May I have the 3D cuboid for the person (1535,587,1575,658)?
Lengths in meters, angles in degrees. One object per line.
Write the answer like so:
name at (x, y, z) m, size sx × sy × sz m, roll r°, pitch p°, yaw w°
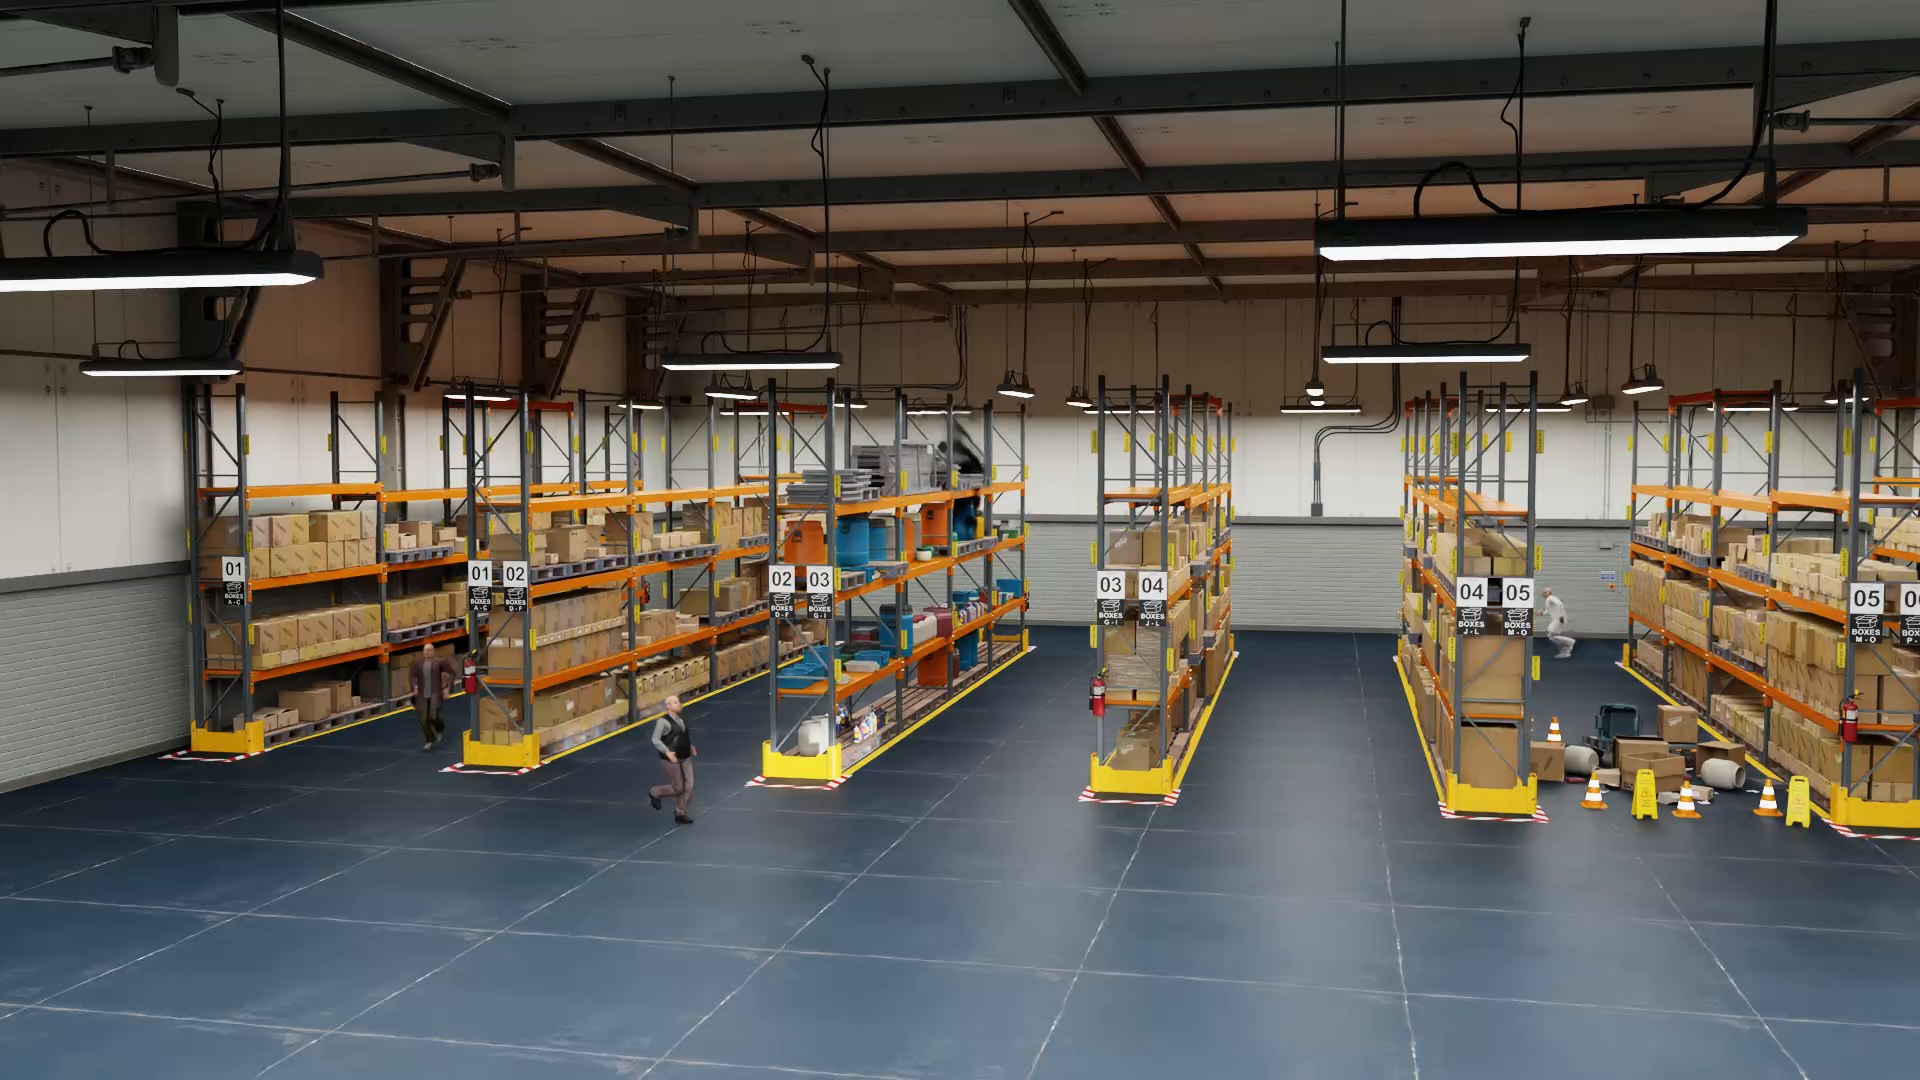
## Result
person at (13.985, 1.952, 39.083) m, size 0.890 × 1.670 × 0.735 m, roll 1°, pitch 3°, yaw 20°

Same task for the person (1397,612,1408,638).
person at (10.666, 1.881, 39.470) m, size 0.539 × 1.721 × 0.750 m, roll 0°, pitch 3°, yaw -1°

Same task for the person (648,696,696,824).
person at (-3.816, 2.904, 22.092) m, size 0.660 × 1.686 × 0.670 m, roll 2°, pitch 4°, yaw 32°

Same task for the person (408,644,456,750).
person at (-8.715, 2.572, 27.371) m, size 0.744 × 1.742 × 0.655 m, roll 0°, pitch 3°, yaw -2°
